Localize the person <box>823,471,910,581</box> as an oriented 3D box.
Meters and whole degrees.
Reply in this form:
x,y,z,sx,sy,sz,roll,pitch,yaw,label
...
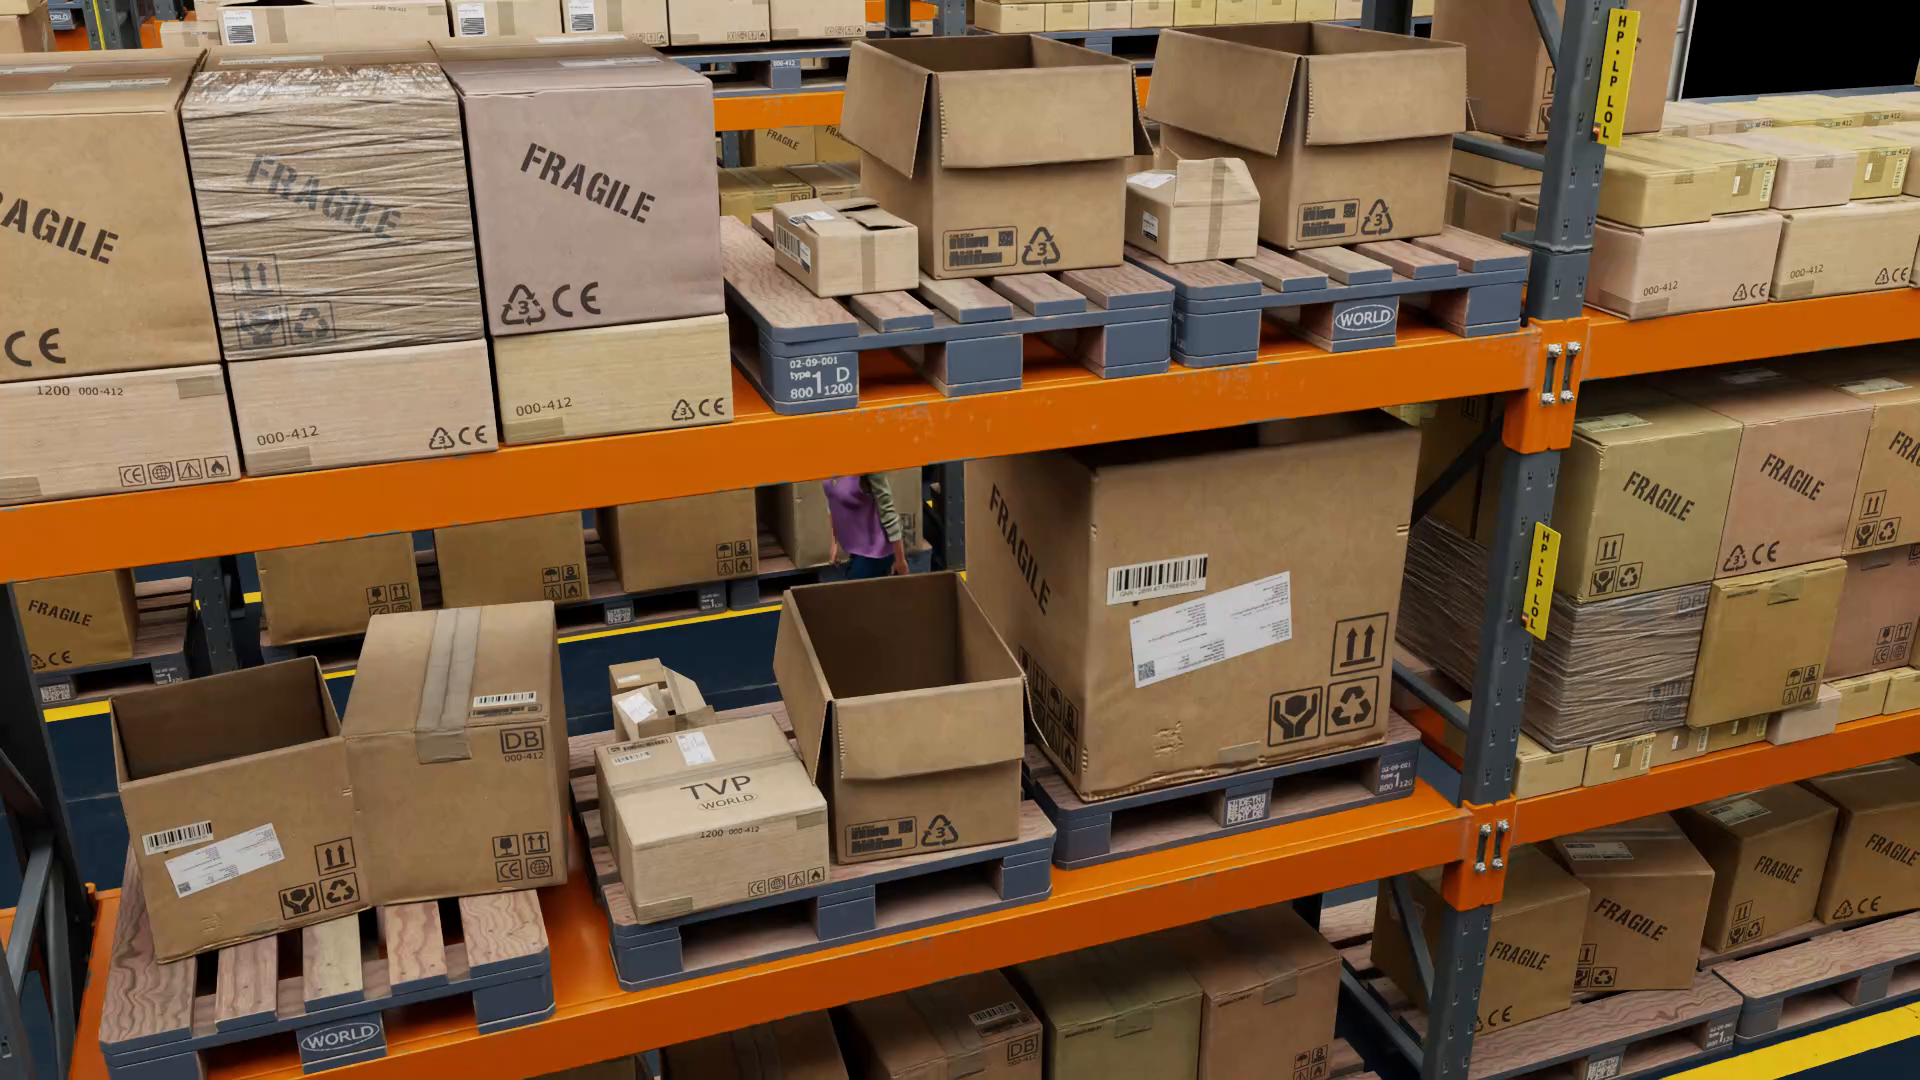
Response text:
x,y,z,sx,sy,sz,roll,pitch,yaw,label
-0.424,0.028,8.205,0.866,1.550,0.436,-10,25,-22,person
